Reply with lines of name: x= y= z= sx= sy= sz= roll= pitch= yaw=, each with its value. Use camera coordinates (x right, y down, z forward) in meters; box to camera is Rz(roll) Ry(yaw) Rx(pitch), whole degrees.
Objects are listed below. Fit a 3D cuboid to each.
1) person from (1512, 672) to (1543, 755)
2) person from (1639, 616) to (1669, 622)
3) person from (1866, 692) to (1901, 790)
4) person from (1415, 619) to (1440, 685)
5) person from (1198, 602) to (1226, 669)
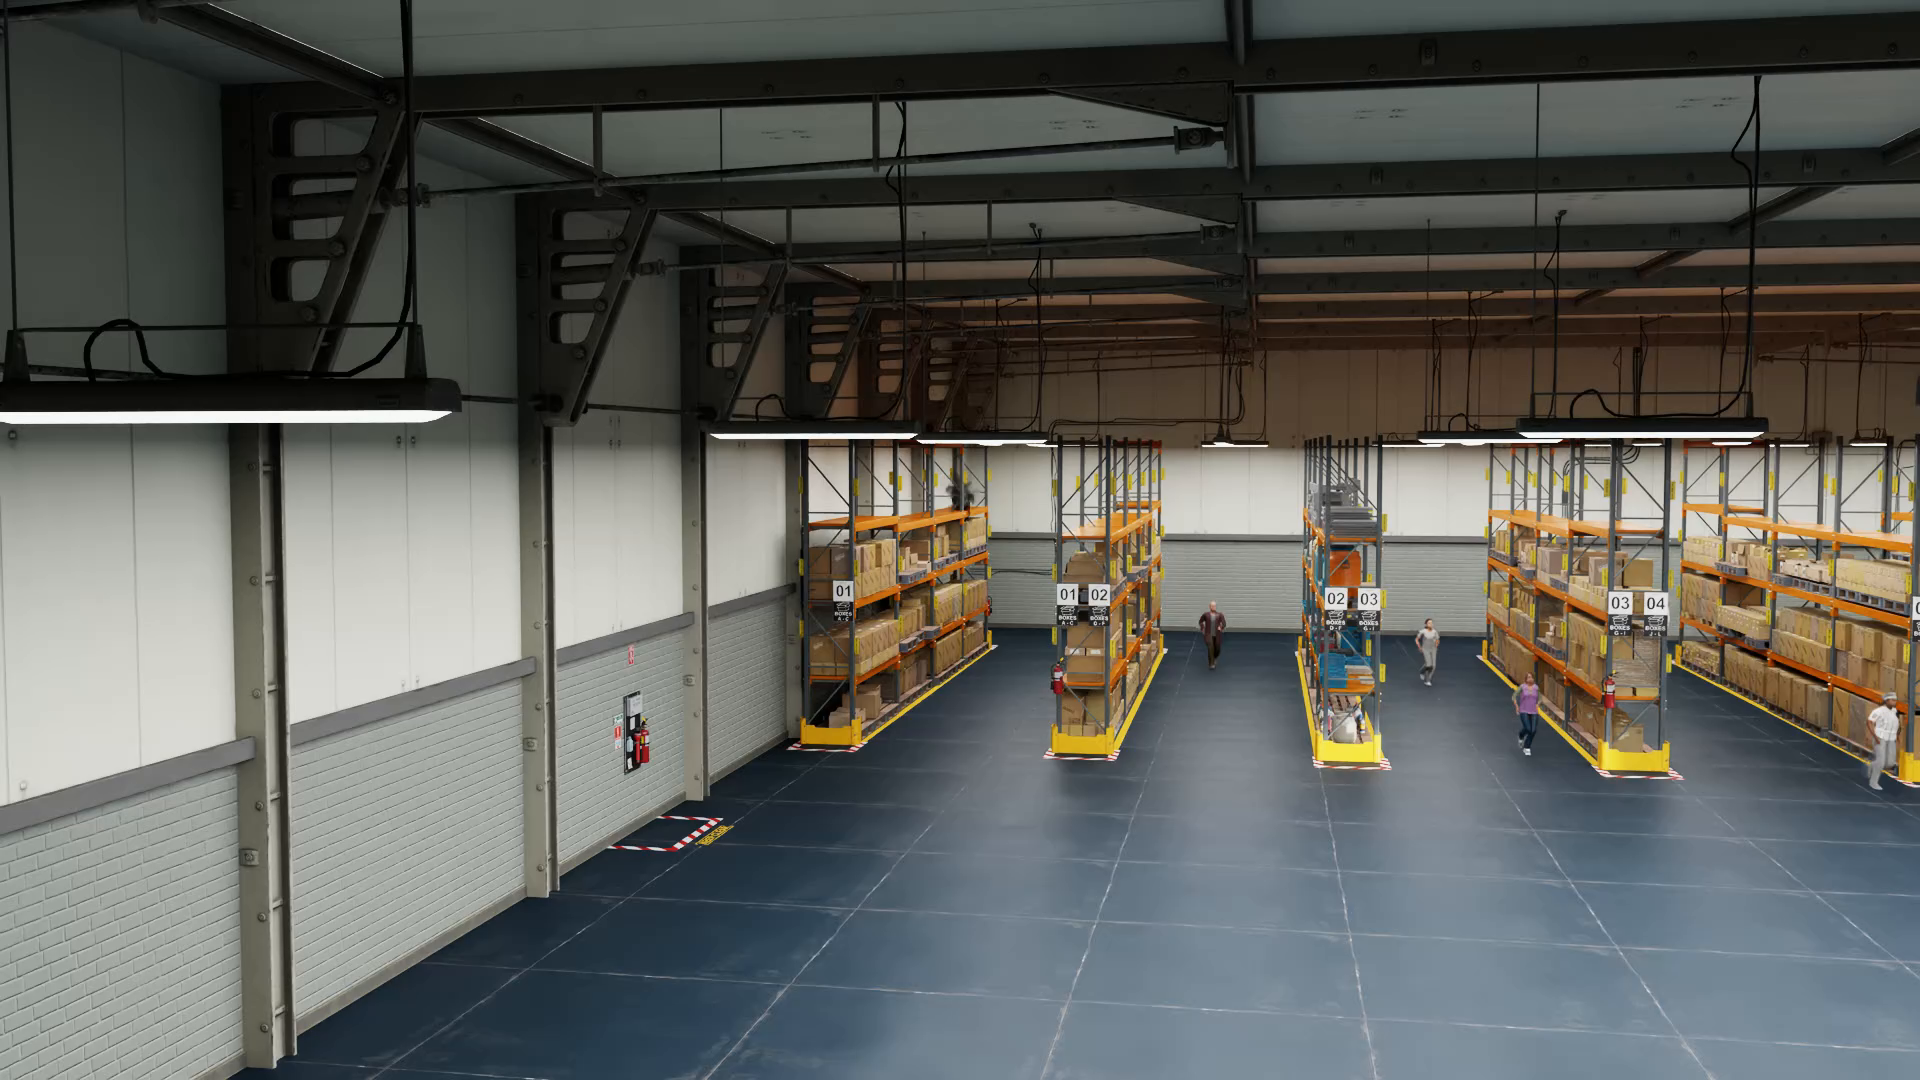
person: x=10.684 y=3.259 z=31.234 sx=0.536 sy=1.560 sz=0.535 roll=0 pitch=3 yaw=2
person: x=18.969 y=2.398 z=45.864 sx=0.934 sy=1.729 sz=0.842 roll=1 pitch=3 yaw=11
person: x=15.698 y=3.387 z=28.289 sx=0.620 sy=1.637 sz=0.536 roll=-1 pitch=3 yaw=-10
person: x=11.398 y=2.724 z=40.406 sx=0.559 sy=1.627 sz=0.556 roll=0 pitch=3 yaw=-6
person: x=6.614 y=2.496 z=43.601 sx=0.716 sy=1.736 sz=0.833 roll=0 pitch=3 yaw=3
